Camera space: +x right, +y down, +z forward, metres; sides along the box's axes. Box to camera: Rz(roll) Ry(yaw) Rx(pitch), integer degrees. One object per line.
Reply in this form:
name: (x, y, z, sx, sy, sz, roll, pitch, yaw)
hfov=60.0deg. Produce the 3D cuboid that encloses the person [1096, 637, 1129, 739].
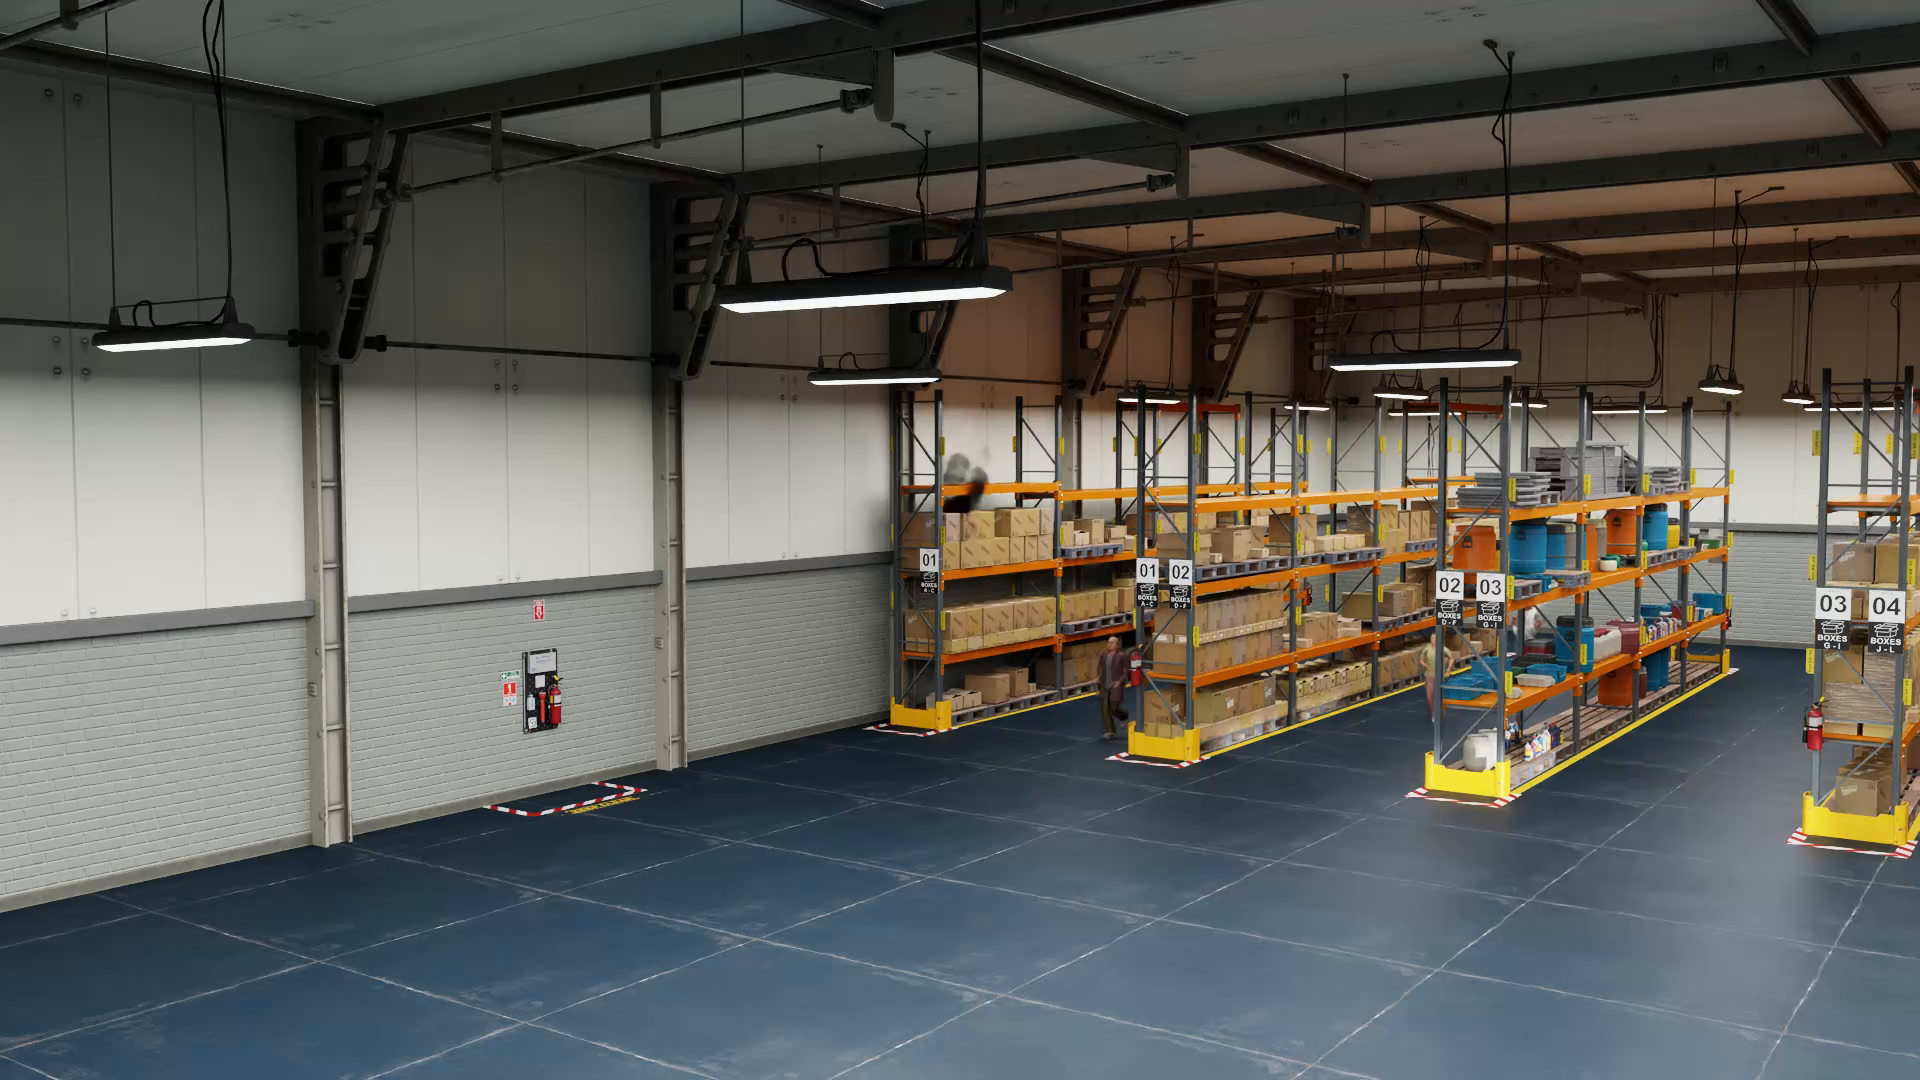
person: (2.627, 2.523, 28.505, 0.717, 1.745, 0.768, 2, 4, 35)

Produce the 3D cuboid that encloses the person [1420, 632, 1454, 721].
person: (8.609, 2.484, 30.145, 0.566, 1.633, 0.555, 2, 4, 28)

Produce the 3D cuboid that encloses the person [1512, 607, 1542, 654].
person: (12.394, 2.075, 36.470, 0.661, 1.760, 0.531, 2, 4, 29)
